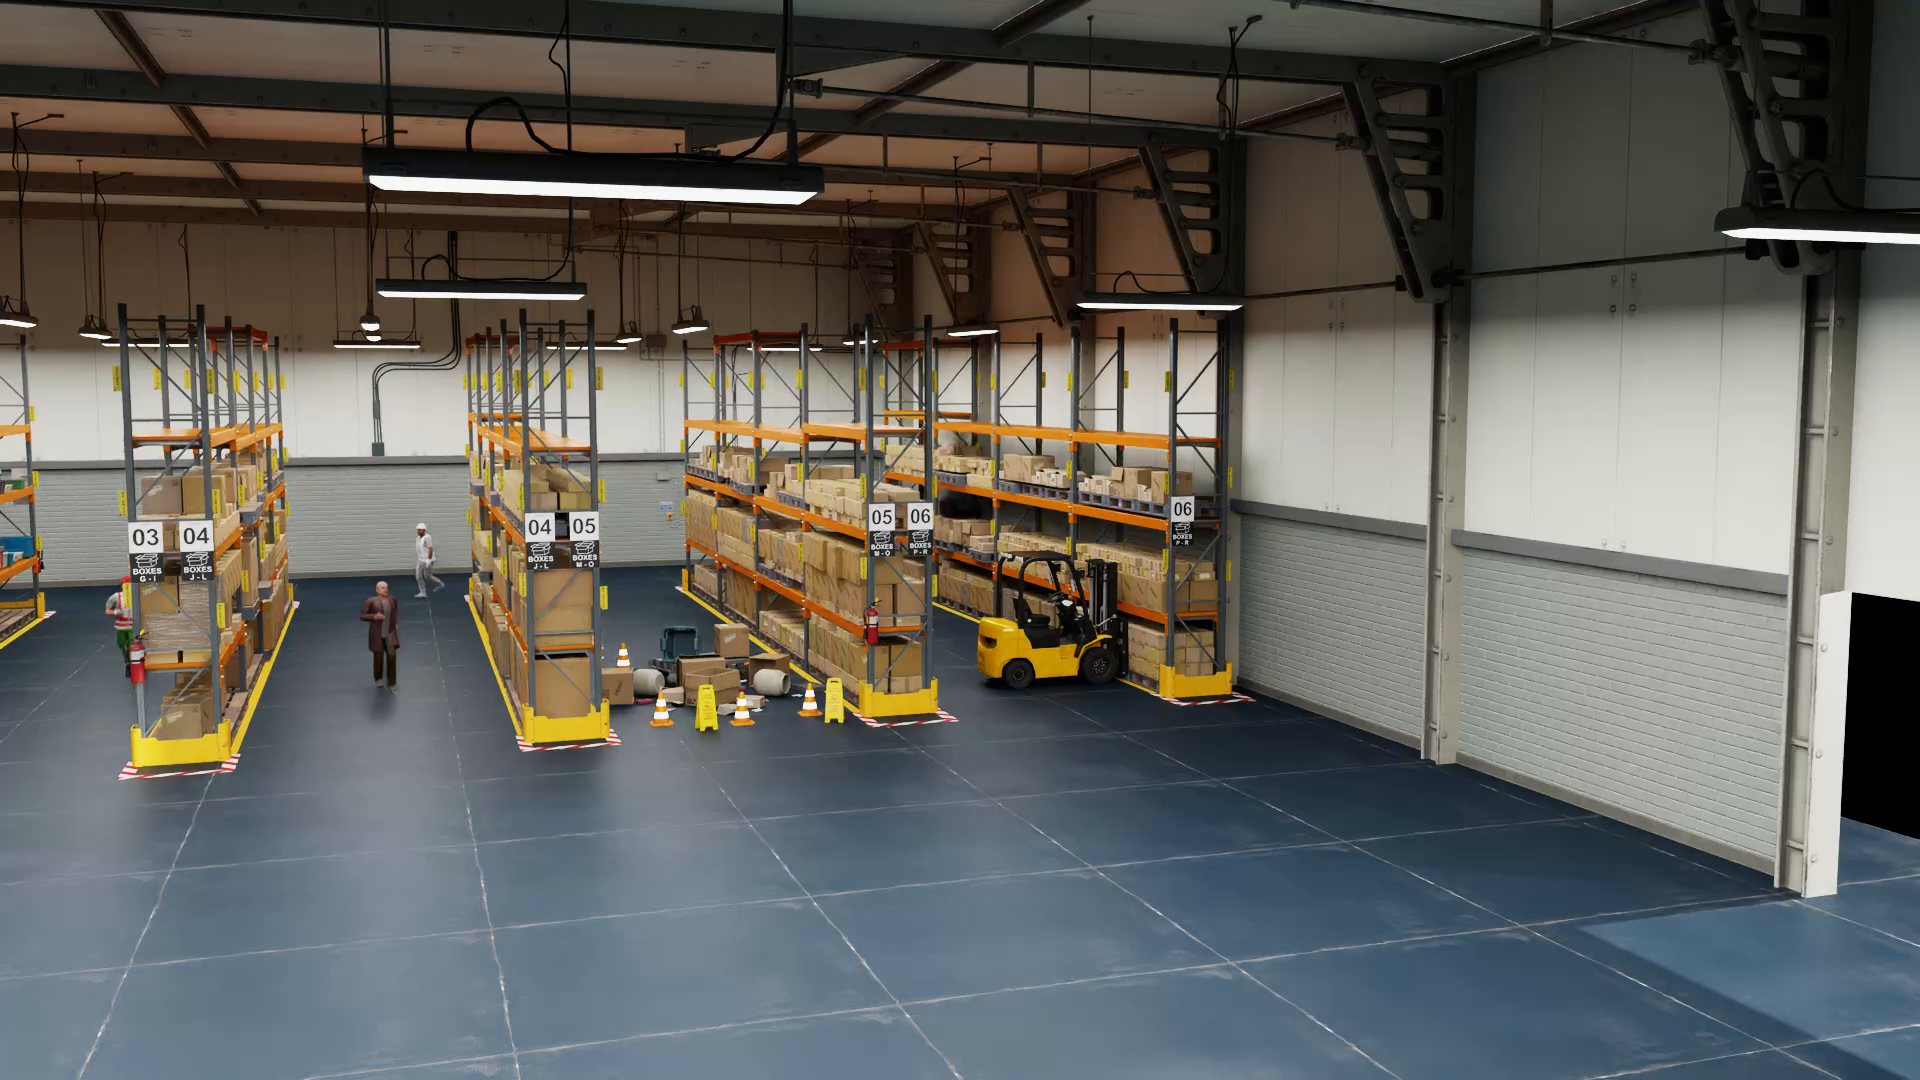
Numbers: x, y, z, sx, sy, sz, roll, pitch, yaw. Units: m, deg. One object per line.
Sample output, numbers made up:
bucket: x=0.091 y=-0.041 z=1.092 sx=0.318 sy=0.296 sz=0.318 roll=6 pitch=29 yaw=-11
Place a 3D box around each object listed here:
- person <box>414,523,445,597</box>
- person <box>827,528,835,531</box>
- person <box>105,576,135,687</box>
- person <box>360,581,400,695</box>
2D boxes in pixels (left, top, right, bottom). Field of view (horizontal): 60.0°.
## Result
person: x=-12.290 y=0.465 z=38.545 sx=0.630 sy=1.741 sz=0.773 roll=5 pitch=7 yaw=41
person: x=-2.819 y=0.272 z=37.785 sx=0.632 sy=1.866 sz=0.799 roll=-3 pitch=6 yaw=-30
person: x=-13.817 y=1.508 z=27.581 sx=0.616 sy=1.851 sz=0.792 roll=-3 pitch=6 yaw=-25
person: x=-9.365 y=1.584 z=26.874 sx=0.668 sy=1.855 sz=0.861 roll=-4 pitch=7 yaw=-34
